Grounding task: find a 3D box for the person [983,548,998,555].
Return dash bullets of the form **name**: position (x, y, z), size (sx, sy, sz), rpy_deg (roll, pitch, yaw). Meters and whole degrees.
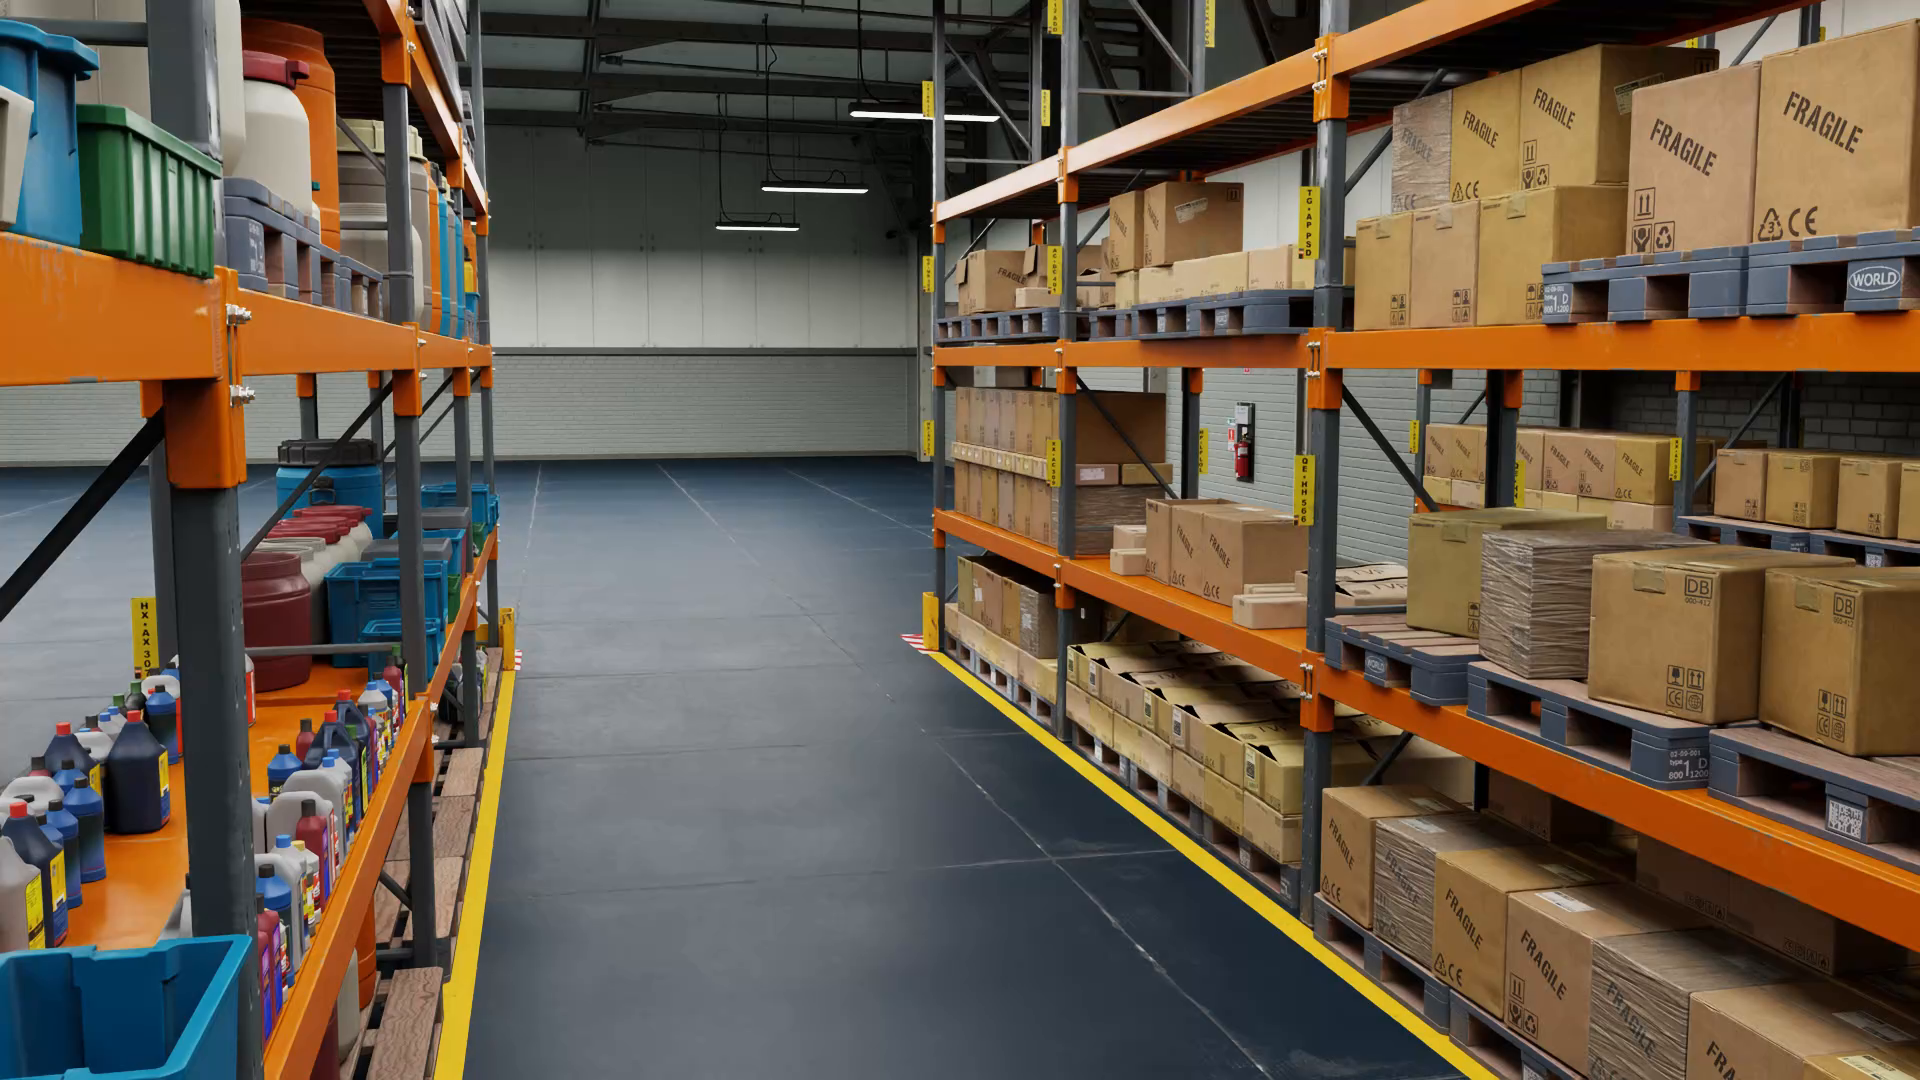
- **person**: position (0.467, -0.127, 17.954), size (0.550, 1.769, 0.634), rpy_deg (-3, 7, -25)
